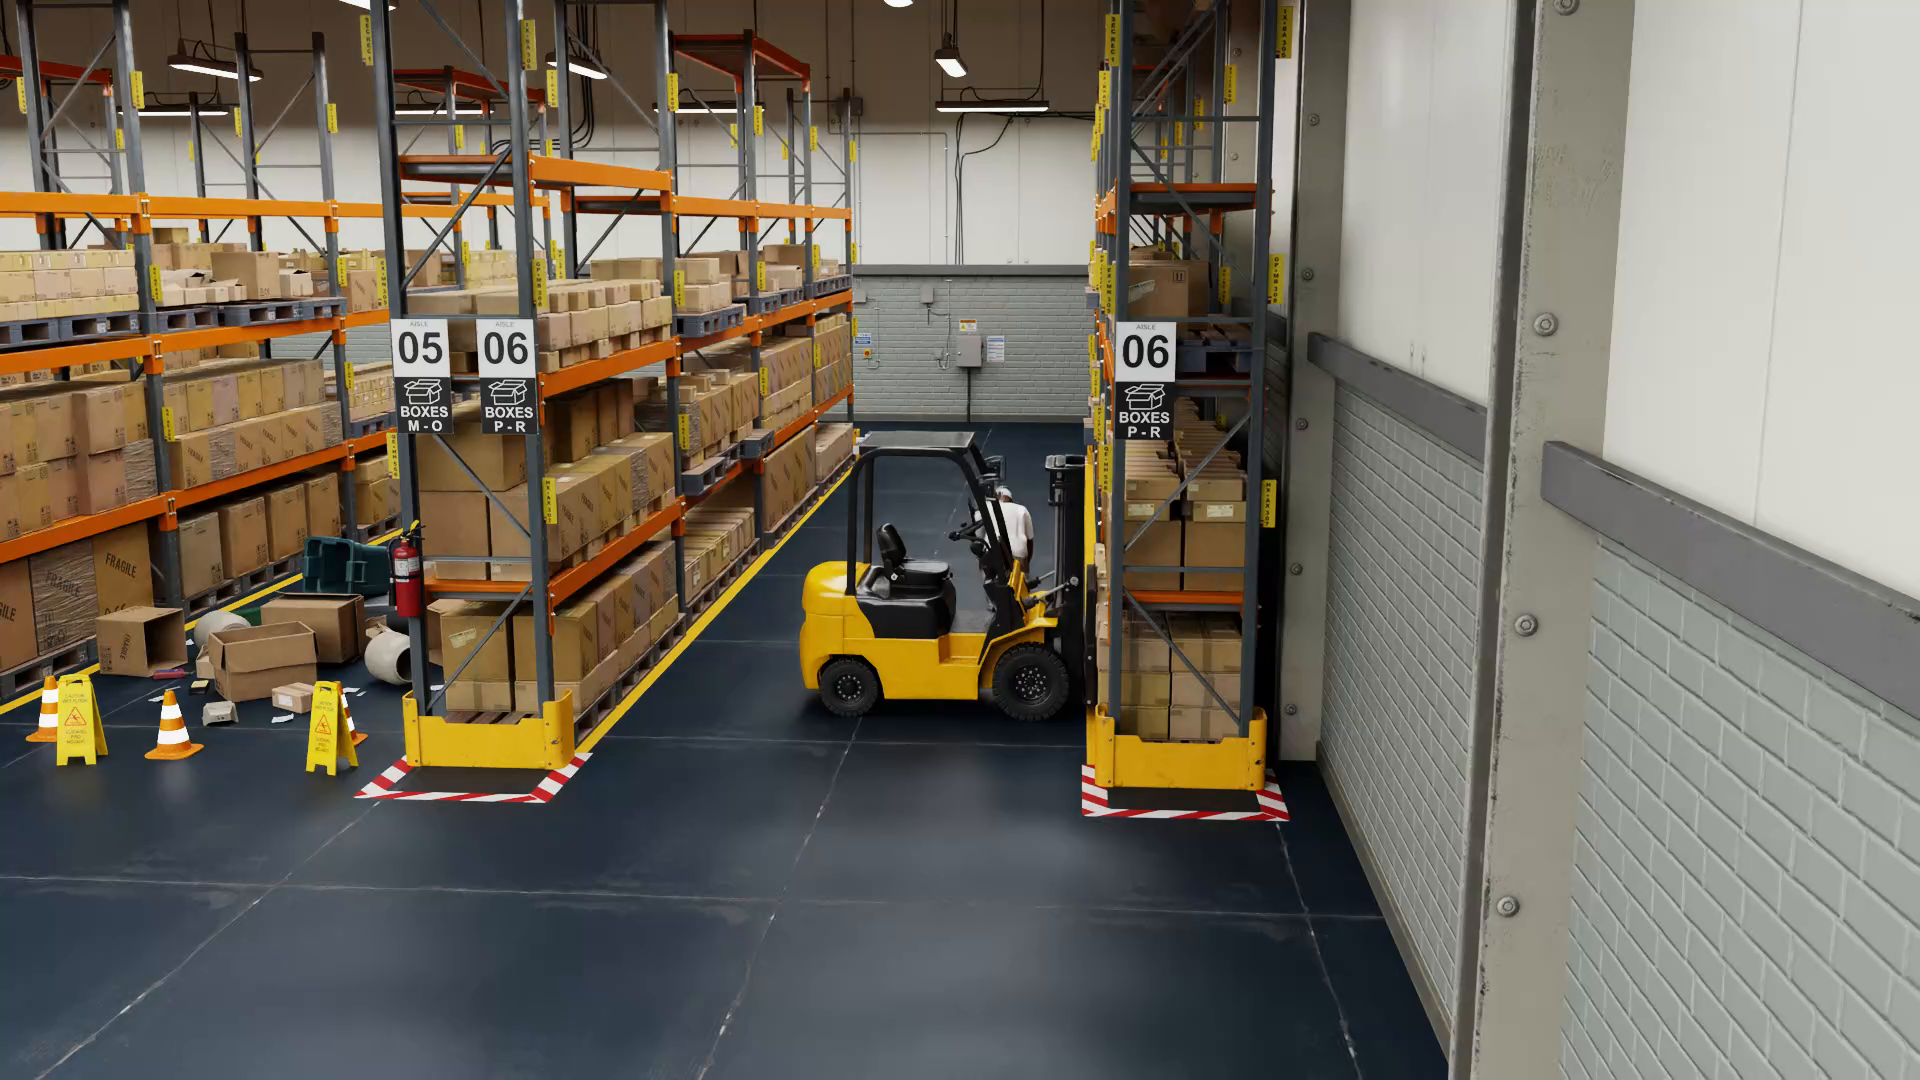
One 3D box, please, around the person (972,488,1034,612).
[{"bbox_3d":[0.422,0.130,16.643,0.622,1.224,0.827,1,11,4],"label":"person"}]
